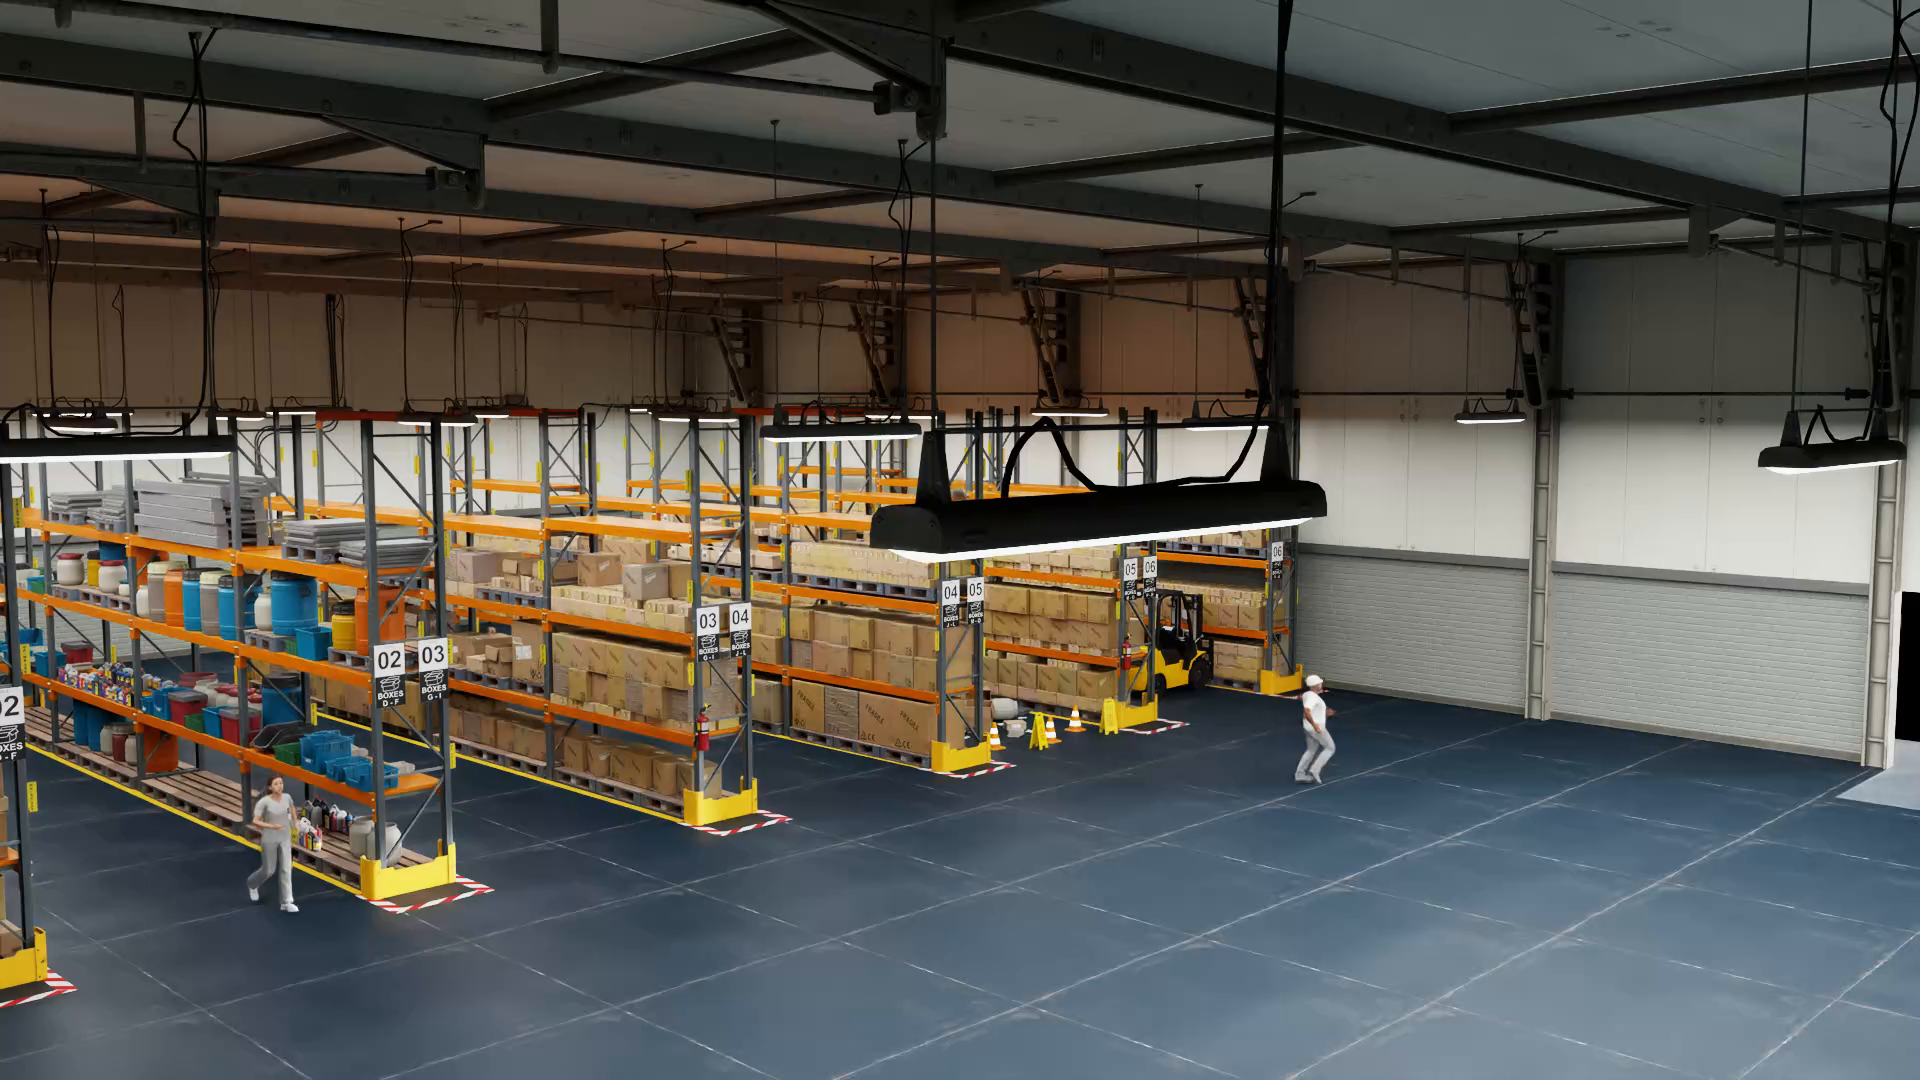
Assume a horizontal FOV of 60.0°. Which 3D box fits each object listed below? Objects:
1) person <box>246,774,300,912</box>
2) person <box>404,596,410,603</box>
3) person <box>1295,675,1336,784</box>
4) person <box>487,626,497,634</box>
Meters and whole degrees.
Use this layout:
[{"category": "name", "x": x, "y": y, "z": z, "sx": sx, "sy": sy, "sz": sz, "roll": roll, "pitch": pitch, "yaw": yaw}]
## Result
[{"category": "person", "x": -8.363, "y": 3.683, "z": 20.417, "sx": 0.991, "sy": 1.629, "sz": 0.607, "roll": 5, "pitch": 7, "yaw": 42}, {"category": "person", "x": -12.920, "y": 2.094, "z": 38.434, "sx": 0.765, "sy": 1.681, "sz": 0.721, "roll": -2, "pitch": 6, "yaw": -25}, {"category": "person", "x": 5.781, "y": 3.066, "z": 26.942, "sx": 0.688, "sy": 1.759, "sz": 0.675, "roll": -1, "pitch": 5, "yaw": -8}, {"category": "person", "x": -9.218, "y": 2.558, "z": 33.039, "sx": 0.601, "sy": 1.688, "sz": 0.650, "roll": 4, "pitch": 6, "yaw": 39}]
